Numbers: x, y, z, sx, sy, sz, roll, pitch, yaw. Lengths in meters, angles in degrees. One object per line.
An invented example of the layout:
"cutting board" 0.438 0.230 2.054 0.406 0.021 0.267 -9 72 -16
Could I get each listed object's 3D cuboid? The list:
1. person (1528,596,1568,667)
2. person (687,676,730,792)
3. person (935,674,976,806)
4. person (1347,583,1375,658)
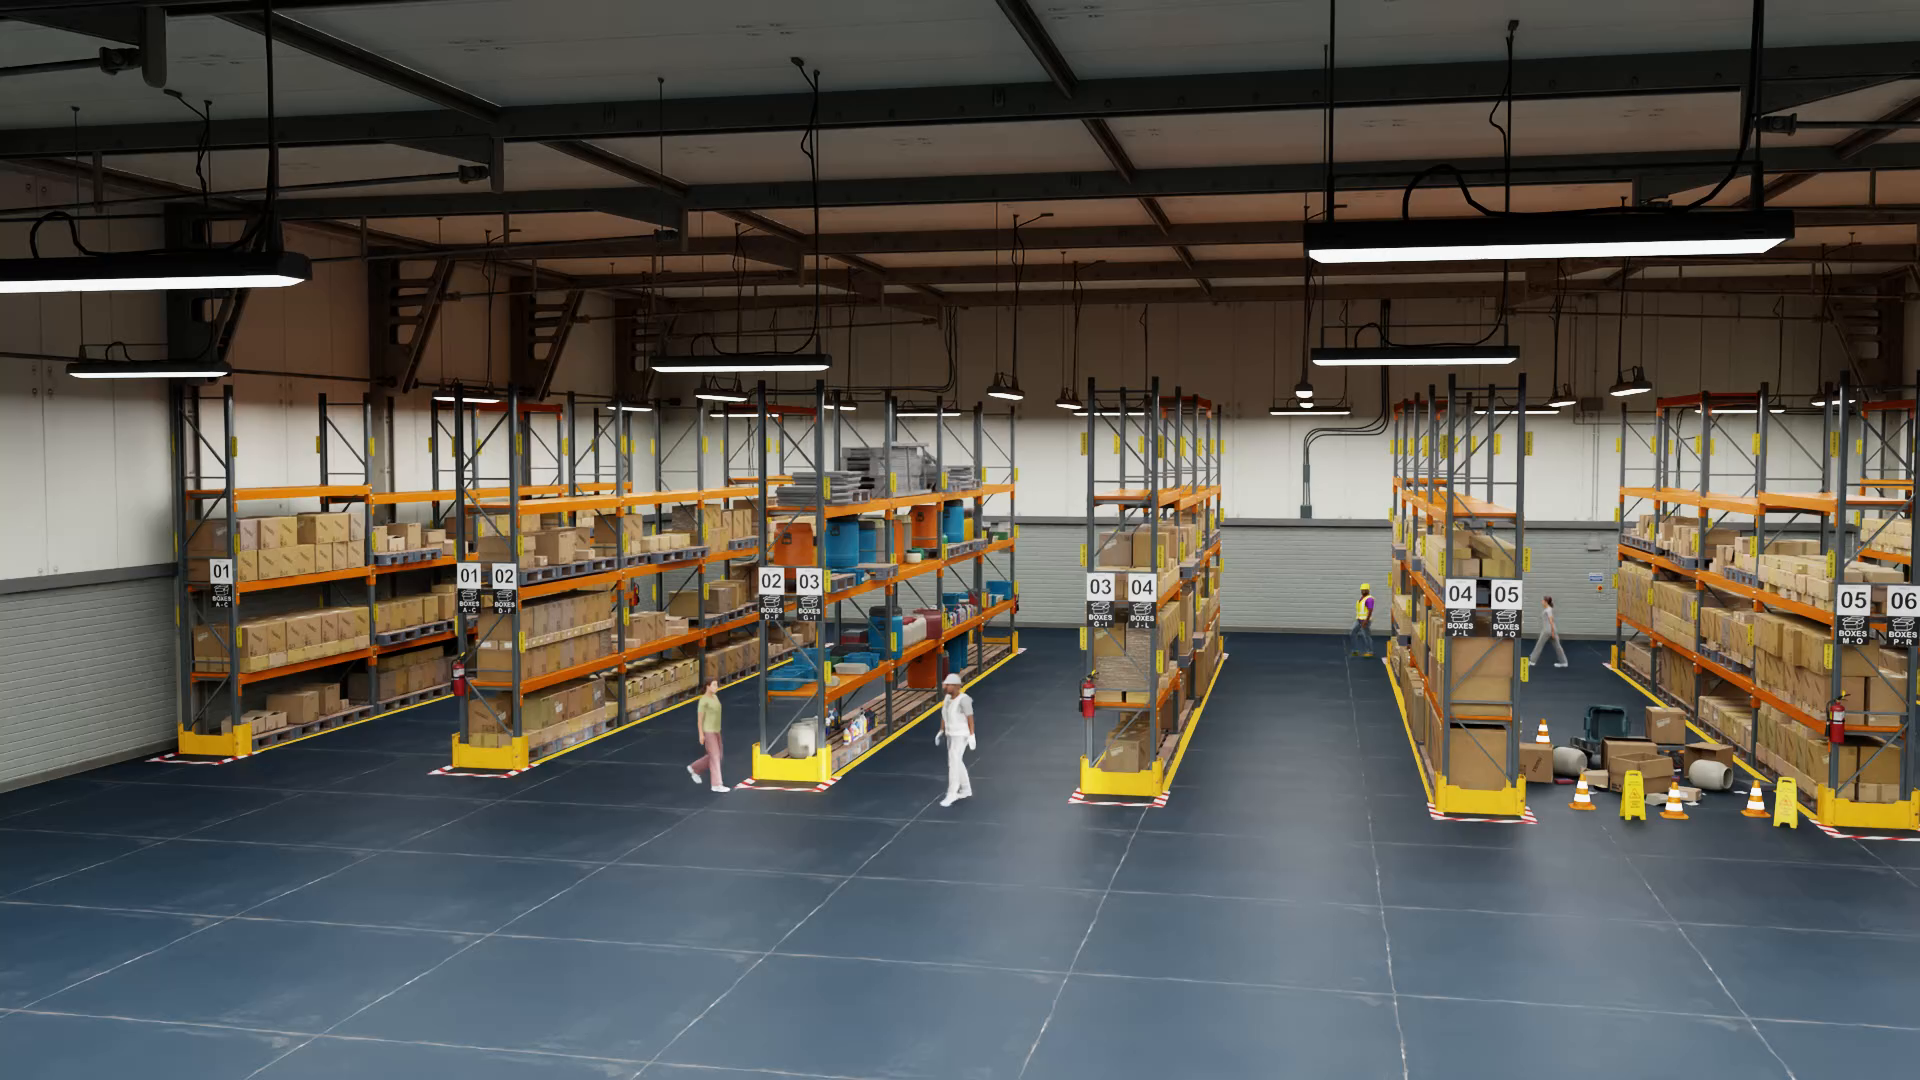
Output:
"person" 13.317 2.058 37.758 1.007 1.599 0.431 2 4 37
"person" -3.659 2.808 24.246 0.788 1.652 0.475 1 3 21
"person" -0.112 2.794 23.535 0.675 1.786 0.646 -2 4 -28
"person" 9.541 1.940 39.405 0.581 1.822 0.608 -1 3 -18
